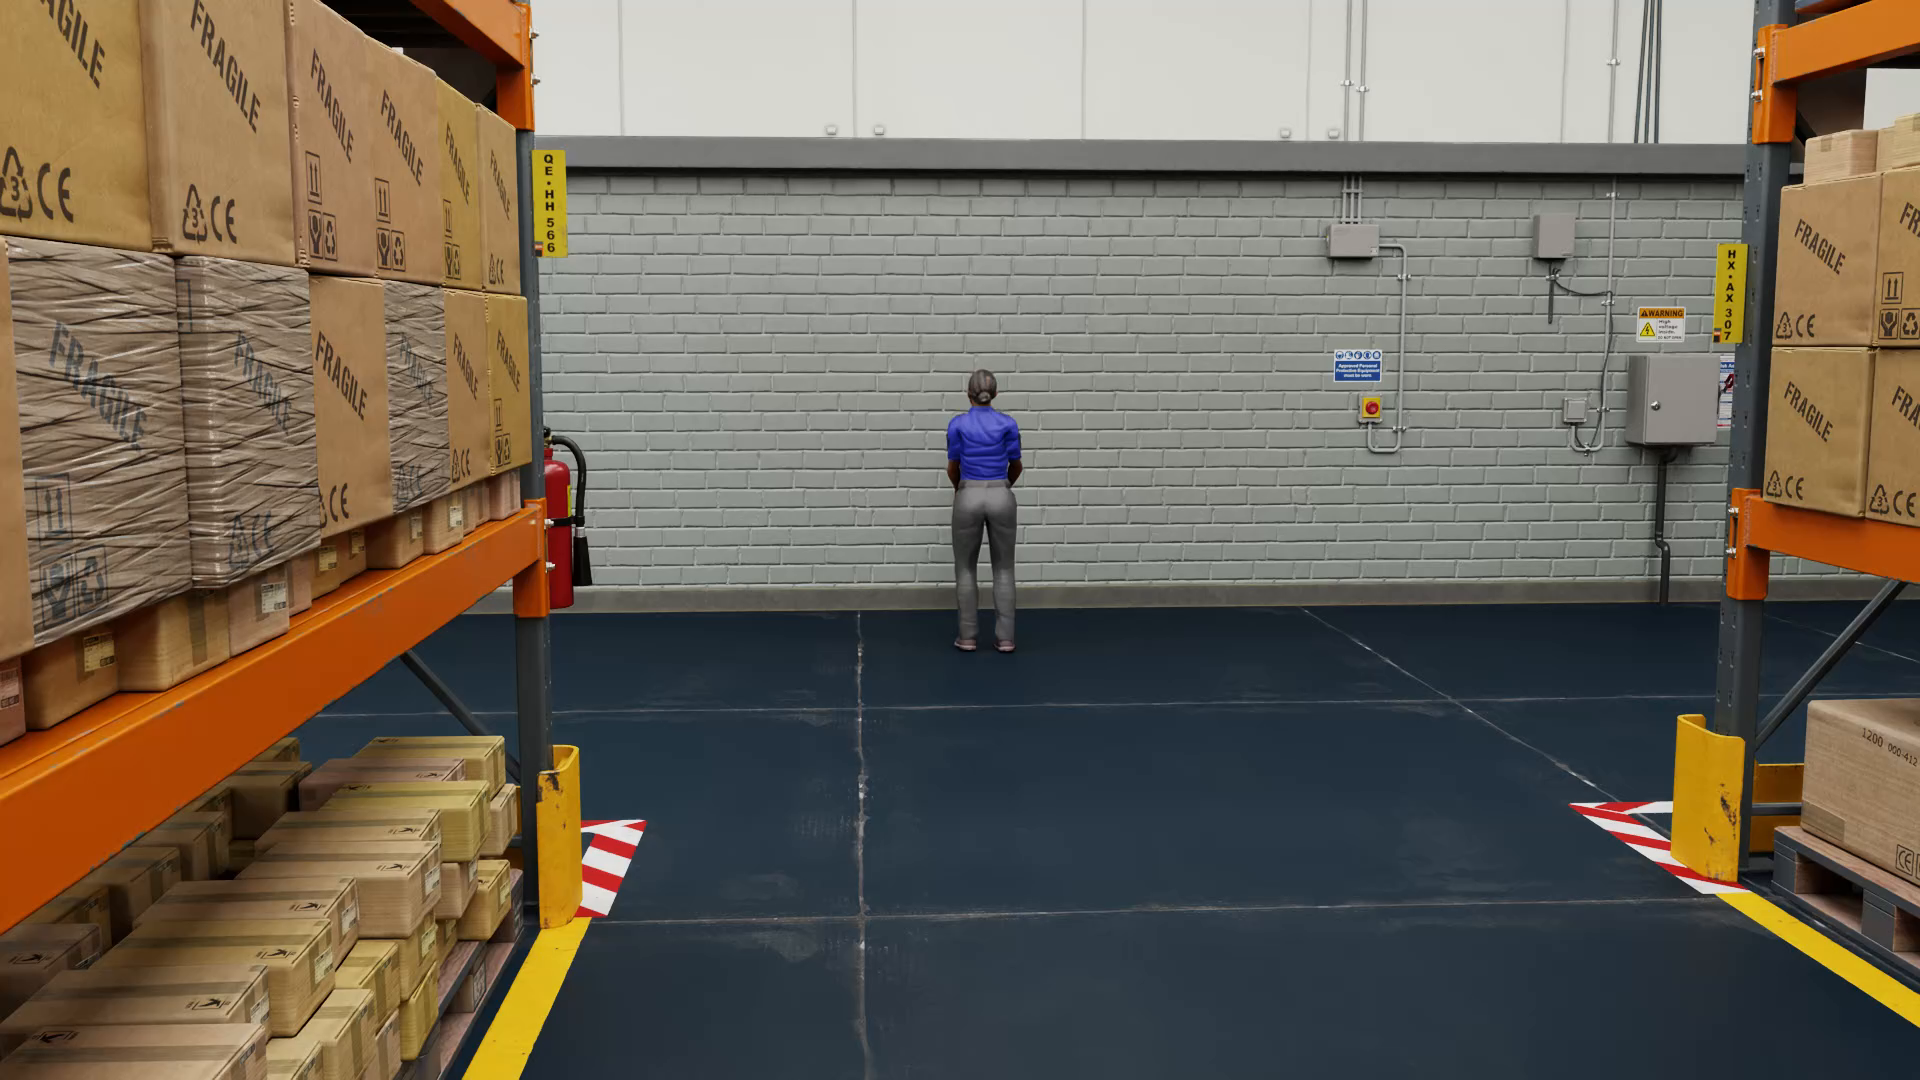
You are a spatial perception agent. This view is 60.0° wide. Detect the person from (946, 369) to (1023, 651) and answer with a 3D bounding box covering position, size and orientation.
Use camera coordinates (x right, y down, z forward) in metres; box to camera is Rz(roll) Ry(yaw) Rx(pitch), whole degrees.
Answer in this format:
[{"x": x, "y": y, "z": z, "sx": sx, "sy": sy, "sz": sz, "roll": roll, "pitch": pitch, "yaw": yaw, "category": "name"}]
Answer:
[{"x": 0.140, "y": -0.176, "z": 9.758, "sx": 0.451, "sy": 1.650, "sz": 0.512, "roll": 0, "pitch": 7, "yaw": -3, "category": "person"}]
